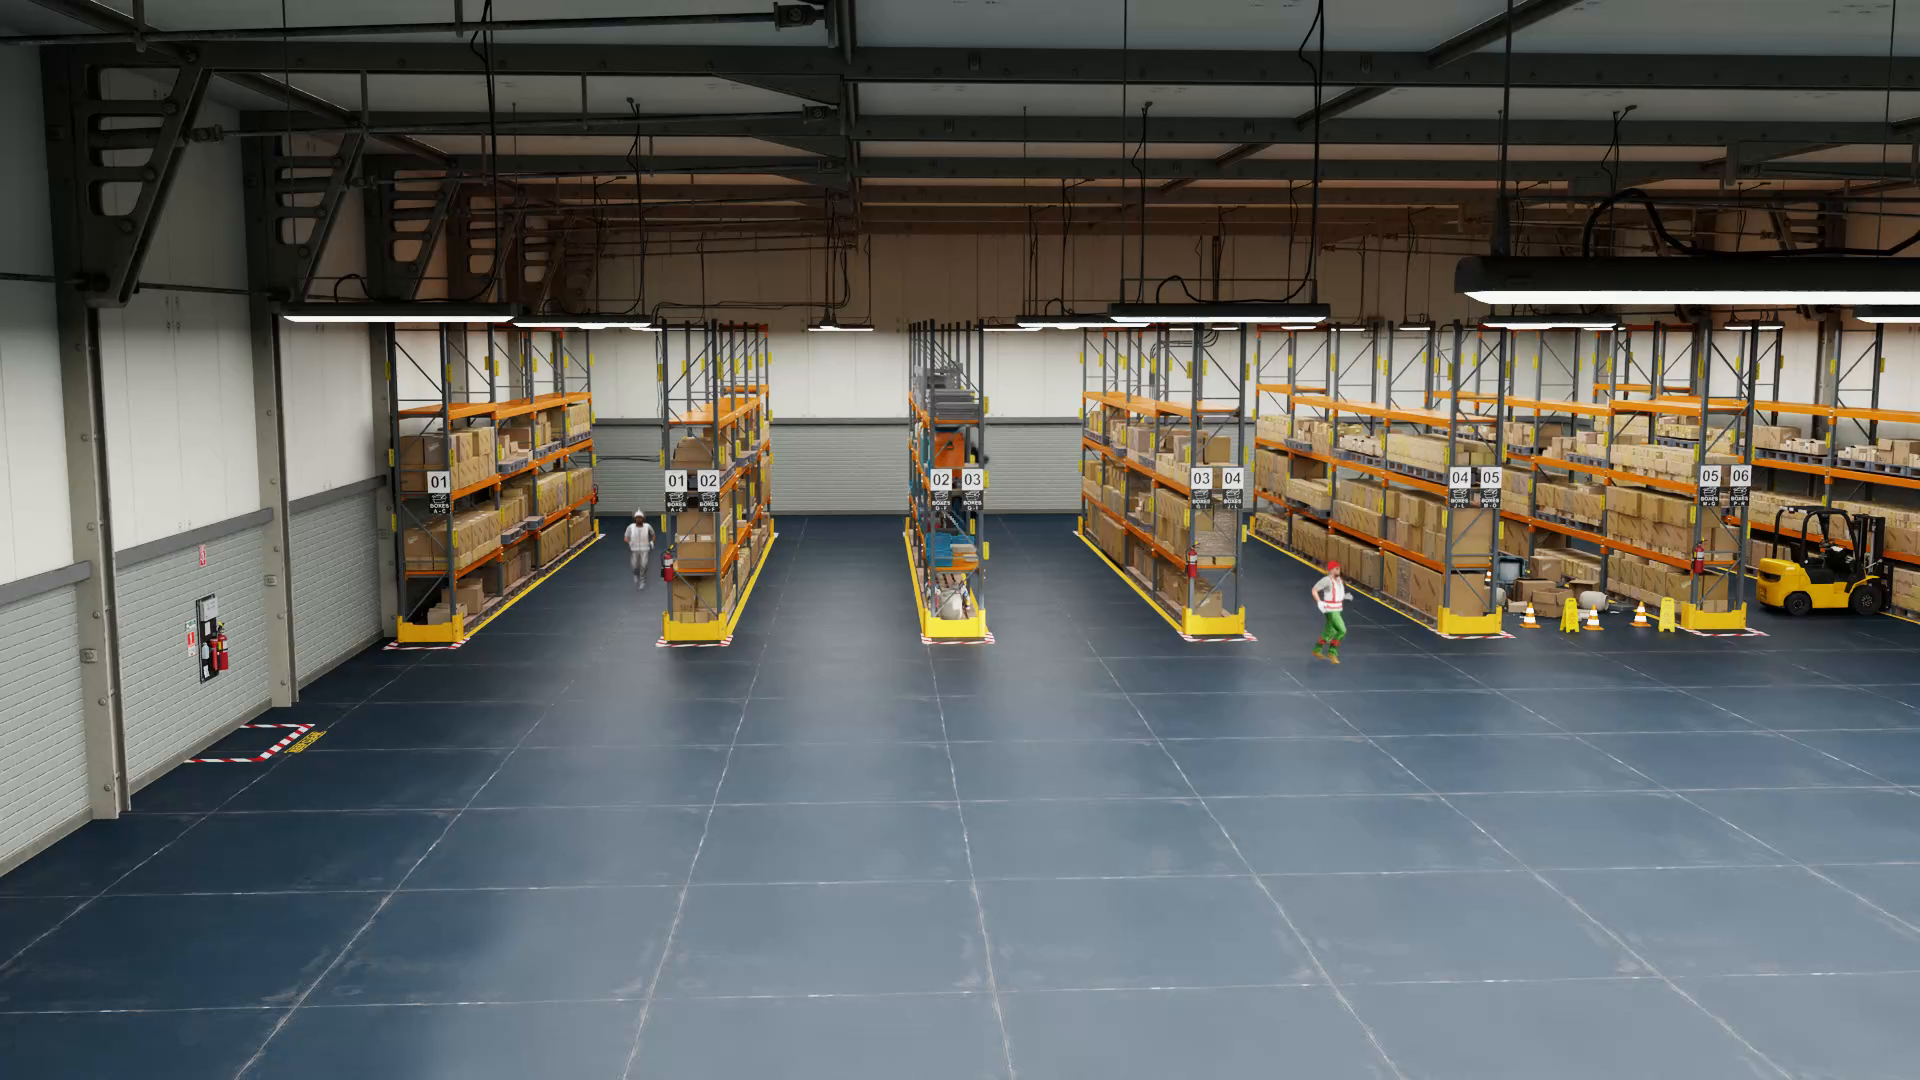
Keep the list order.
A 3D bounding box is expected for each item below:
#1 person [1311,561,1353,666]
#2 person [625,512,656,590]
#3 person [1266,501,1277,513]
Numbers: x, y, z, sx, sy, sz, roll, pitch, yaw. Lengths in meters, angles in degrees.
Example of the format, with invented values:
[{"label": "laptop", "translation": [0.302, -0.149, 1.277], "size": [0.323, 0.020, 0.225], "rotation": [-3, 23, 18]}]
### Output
[{"label": "person", "translation": [6.497, 1.258, 29.022], "size": [0.739, 1.818, 0.633], "rotation": [6, 9, 39]}, {"label": "person", "translation": [-7.211, 0.230, 37.511], "size": [0.692, 1.746, 0.789], "rotation": [-1, 7, -9]}, {"label": "person", "translation": [9.195, -1.168, 49.051], "size": [0.550, 1.647, 0.659], "rotation": [-1, 7, -9]}]
